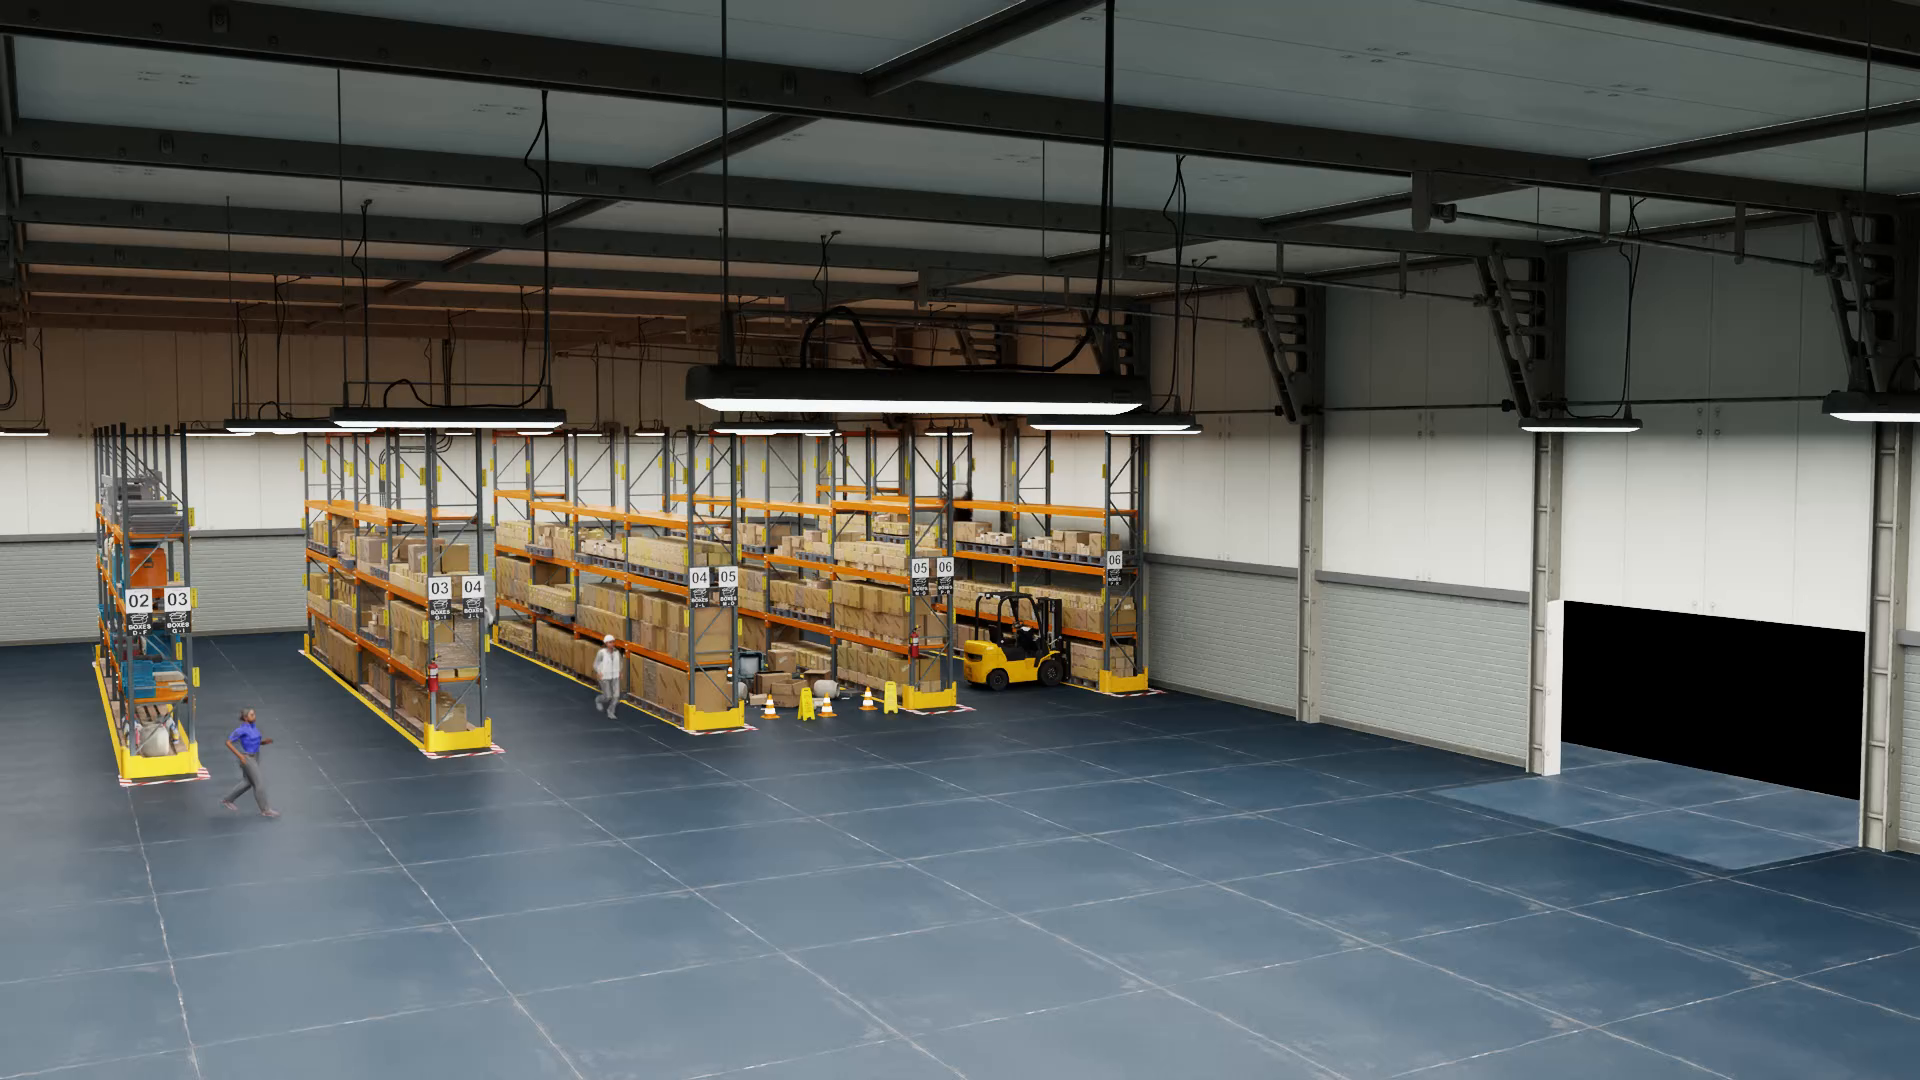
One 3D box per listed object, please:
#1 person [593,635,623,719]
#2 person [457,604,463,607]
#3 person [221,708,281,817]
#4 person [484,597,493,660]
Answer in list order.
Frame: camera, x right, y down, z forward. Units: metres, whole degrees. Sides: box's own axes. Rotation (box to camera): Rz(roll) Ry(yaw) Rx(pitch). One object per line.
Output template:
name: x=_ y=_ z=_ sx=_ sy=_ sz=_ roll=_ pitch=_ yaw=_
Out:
person: x=-7.231 y=2.799 z=34.156 sx=0.647 sy=1.727 sz=0.637 roll=-3 pitch=4 yaw=-36
person: x=-14.096 y=2.087 z=45.982 sx=0.707 sy=1.704 sz=0.561 roll=0 pitch=3 yaw=0
person: x=-10.725 y=3.359 z=25.115 sx=0.912 sy=1.634 sz=0.576 roll=0 pitch=3 yaw=-2
person: x=-12.468 y=2.278 z=43.281 sx=0.646 sy=1.658 sz=0.656 roll=-2 pitch=4 yaw=-30
